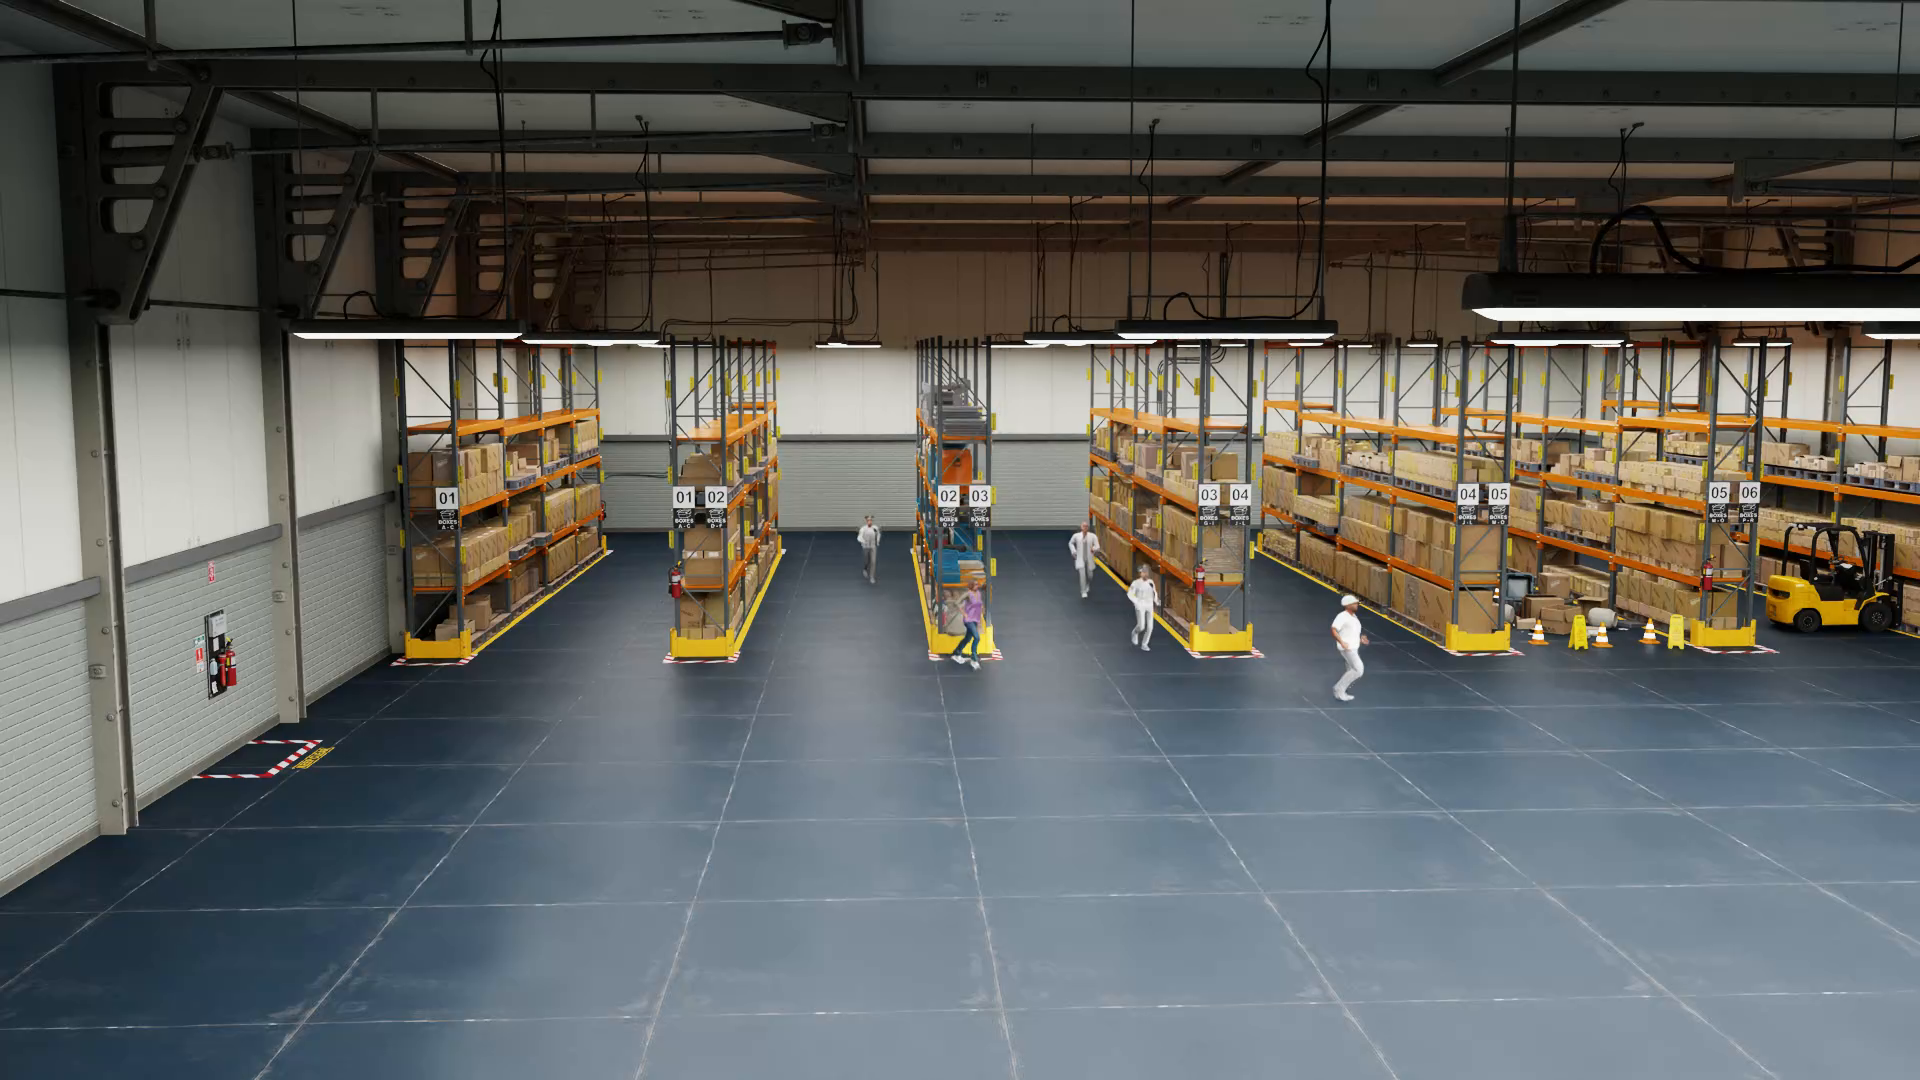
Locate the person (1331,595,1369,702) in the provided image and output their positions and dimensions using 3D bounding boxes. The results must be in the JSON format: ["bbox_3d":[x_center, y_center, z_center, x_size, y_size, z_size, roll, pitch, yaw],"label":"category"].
[{"bbox_3d":[6.401,1.778,27.208,0.534,1.749,0.679,3,7,27],"label":"person"}]

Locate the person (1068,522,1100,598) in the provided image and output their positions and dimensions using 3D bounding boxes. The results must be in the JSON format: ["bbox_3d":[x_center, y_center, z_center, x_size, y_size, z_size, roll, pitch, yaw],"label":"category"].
[{"bbox_3d":[2.900,0.448,38.840,0.719,1.743,0.884,0,6,-2],"label":"person"}]

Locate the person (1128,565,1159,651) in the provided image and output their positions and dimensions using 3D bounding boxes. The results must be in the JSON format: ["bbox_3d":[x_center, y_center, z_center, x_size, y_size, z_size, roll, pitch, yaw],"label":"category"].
[{"bbox_3d":[3.528,1.285,31.892,0.615,1.647,0.576,-2,7,-16],"label":"person"}]

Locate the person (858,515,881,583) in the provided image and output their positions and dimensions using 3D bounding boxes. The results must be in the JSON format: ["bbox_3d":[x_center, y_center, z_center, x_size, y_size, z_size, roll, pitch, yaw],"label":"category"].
[{"bbox_3d":[-2.266,0.196,41.346,0.570,1.681,0.892,-1,7,-12],"label":"person"}]

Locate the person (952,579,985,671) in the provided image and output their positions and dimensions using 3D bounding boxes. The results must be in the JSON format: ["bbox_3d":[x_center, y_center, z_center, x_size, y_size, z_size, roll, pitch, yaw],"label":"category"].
[{"bbox_3d":[0.177,1.510,30.145,0.683,1.646,0.553,5,8,35],"label":"person"}]
